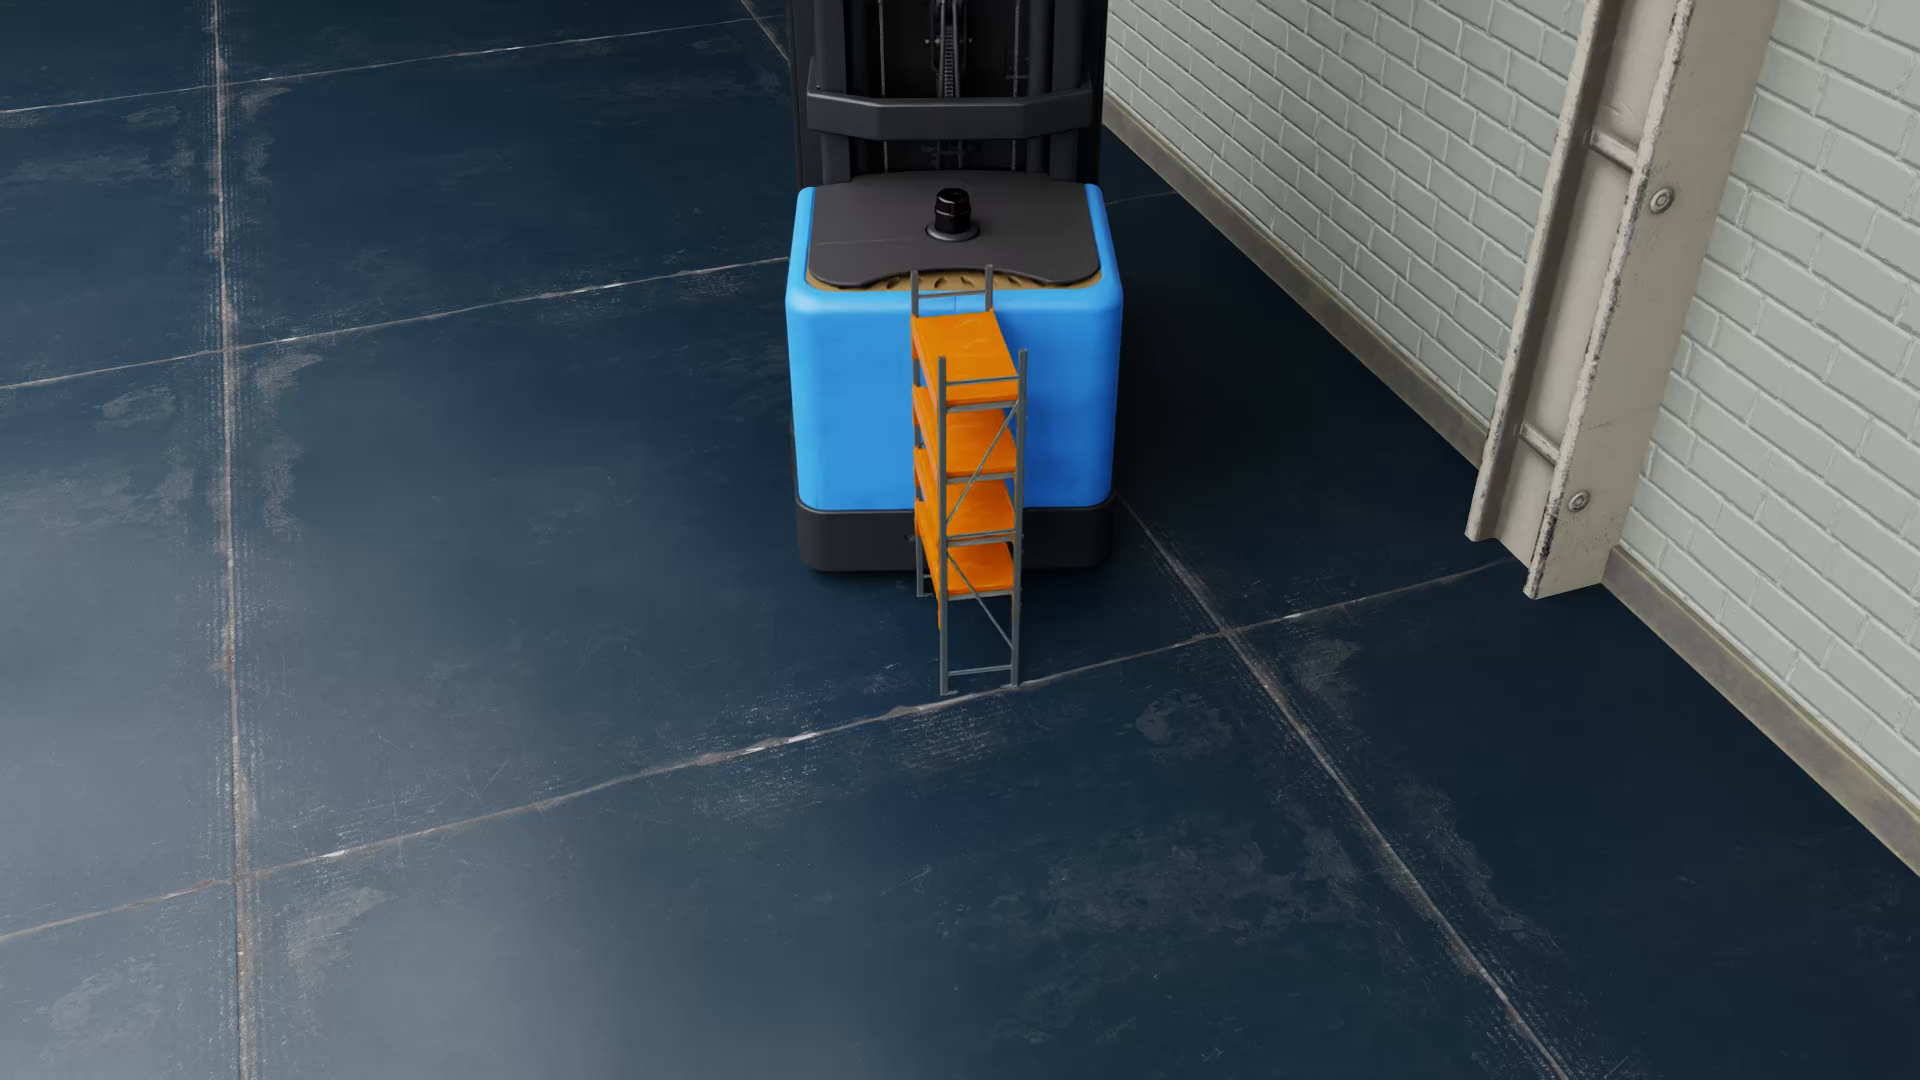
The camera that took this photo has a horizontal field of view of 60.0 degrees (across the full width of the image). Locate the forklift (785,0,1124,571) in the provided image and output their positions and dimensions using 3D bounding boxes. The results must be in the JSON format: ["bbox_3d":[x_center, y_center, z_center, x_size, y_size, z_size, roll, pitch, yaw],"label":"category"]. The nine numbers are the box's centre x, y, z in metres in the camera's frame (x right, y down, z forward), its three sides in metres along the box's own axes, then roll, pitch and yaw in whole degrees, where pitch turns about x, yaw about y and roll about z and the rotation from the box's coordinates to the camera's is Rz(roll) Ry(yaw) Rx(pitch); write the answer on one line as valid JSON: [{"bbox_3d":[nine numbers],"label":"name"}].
[{"bbox_3d":[-0.050,-1.926,5.871,1.130,2.935,3.031,-1,37,-1],"label":"forklift"}]

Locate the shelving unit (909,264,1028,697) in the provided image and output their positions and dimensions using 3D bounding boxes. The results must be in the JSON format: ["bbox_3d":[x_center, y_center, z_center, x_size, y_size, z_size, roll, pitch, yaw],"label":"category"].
[{"bbox_3d":[0.018,-0.159,4.964,0.258,1.200,0.503,-6,37,-8],"label":"shelving unit"}]

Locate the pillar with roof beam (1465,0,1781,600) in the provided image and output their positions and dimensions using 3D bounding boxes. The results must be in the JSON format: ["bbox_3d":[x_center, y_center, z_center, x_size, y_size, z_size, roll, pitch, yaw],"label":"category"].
[{"bbox_3d":[-2.078,-2.649,1.787,9.100,9.000,0.400,-12,39,-16],"label":"pillar with roof beam"}]

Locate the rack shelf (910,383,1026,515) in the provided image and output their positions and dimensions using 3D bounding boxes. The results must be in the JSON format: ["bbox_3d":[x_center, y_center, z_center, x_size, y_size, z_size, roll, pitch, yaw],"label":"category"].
[{"bbox_3d":[0.018,-0.284,4.870,0.258,0.148,0.480,-6,37,-8],"label":"rack shelf"}]

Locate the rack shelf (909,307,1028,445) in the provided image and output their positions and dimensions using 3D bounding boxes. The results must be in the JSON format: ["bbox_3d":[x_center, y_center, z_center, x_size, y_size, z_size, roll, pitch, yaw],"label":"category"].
[{"bbox_3d":[0.018,-0.473,4.728,0.258,0.148,0.480,-6,37,-8],"label":"rack shelf"}]

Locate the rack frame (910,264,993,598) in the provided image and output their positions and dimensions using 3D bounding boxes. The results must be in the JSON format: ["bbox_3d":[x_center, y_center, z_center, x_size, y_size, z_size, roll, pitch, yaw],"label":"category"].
[{"bbox_3d":[-0.023,-0.304,5.156,0.240,1.200,0.015,-6,37,-8],"label":"rack frame"}]

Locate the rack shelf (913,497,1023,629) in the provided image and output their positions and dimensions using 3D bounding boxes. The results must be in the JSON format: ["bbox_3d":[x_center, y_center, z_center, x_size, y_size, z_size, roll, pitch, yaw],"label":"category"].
[{"bbox_3d":[0.018,0.053,5.124,0.258,0.148,0.480,-6,37,-8],"label":"rack shelf"}]

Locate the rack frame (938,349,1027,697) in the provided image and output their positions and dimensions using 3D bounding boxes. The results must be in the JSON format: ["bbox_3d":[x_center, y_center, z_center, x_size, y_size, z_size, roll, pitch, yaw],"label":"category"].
[{"bbox_3d":[0.060,-0.014,4.772,0.240,1.200,0.015,-6,37,-8],"label":"rack frame"}]

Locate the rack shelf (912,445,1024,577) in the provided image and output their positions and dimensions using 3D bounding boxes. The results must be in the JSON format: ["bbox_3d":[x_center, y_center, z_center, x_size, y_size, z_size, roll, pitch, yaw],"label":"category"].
[{"bbox_3d":[0.018,-0.105,5.004,0.258,0.148,0.480,-6,37,-8],"label":"rack shelf"}]
